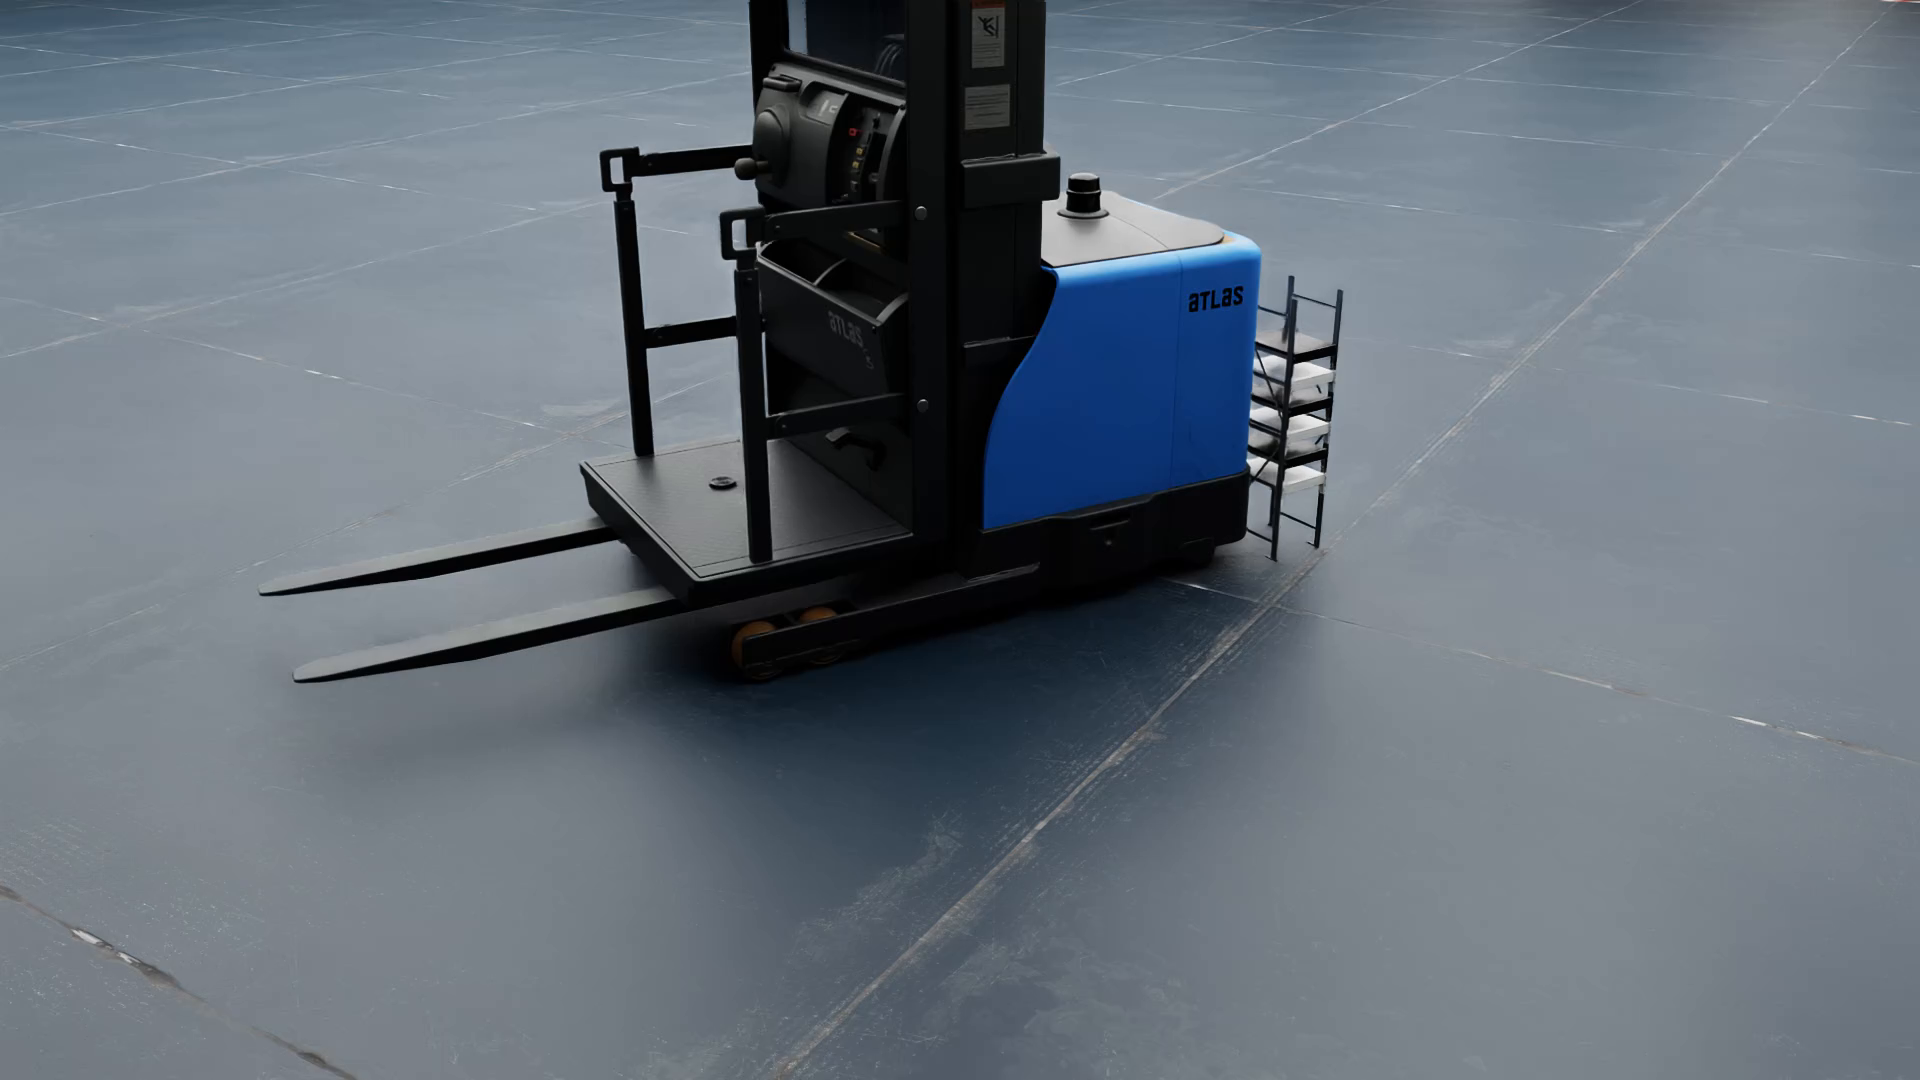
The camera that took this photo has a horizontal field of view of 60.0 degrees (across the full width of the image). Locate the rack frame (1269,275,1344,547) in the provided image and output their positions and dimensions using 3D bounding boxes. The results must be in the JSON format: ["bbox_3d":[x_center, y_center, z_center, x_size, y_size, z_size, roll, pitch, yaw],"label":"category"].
[{"bbox_3d":[1.161,-0.427,5.604,0.006,0.900,0.240,-15,28,-31],"label":"rack frame"}]

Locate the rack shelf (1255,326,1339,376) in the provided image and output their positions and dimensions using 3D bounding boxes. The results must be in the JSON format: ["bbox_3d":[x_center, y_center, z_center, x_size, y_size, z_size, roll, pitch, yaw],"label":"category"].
[{"bbox_3d":[1.077,-0.622,5.458,0.200,0.077,0.258,-15,28,-31],"label":"rack shelf"}]

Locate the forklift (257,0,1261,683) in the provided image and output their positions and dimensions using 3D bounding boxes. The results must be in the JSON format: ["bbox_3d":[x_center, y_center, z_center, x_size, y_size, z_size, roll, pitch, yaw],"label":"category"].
[{"bbox_3d":[-0.574,-1.180,4.786,3.031,2.935,1.130,-12,26,-27],"label":"forklift"}]

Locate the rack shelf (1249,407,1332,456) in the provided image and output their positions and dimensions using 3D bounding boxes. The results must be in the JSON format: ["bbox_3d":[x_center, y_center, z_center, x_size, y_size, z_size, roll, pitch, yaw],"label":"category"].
[{"bbox_3d":[1.077,-0.374,5.565,0.200,0.077,0.258,-15,28,-31],"label":"rack shelf"}]

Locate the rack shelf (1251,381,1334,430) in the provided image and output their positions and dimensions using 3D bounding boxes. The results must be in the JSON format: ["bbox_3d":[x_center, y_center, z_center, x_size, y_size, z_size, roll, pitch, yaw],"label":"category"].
[{"bbox_3d":[1.077,-0.457,5.529,0.200,0.077,0.258,-15,28,-31],"label":"rack shelf"}]

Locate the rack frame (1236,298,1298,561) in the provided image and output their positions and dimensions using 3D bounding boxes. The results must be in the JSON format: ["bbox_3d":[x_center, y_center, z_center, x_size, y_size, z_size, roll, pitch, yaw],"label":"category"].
[{"bbox_3d":[0.993,-0.382,5.499,0.006,0.900,0.240,-15,28,-31],"label":"rack frame"}]

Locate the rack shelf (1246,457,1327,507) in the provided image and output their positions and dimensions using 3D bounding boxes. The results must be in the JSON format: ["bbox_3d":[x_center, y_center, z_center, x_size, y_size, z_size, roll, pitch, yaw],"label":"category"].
[{"bbox_3d":[1.077,-0.209,5.637,0.200,0.077,0.258,-15,28,-31],"label":"rack shelf"}]

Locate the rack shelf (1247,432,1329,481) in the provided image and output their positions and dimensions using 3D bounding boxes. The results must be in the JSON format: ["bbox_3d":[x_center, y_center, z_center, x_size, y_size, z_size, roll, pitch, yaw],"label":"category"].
[{"bbox_3d":[1.077,-0.291,5.601,0.200,0.077,0.258,-15,28,-31],"label":"rack shelf"}]

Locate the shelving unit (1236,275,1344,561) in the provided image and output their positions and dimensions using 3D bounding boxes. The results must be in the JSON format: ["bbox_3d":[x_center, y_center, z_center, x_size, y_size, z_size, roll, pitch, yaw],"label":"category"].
[{"bbox_3d":[1.077,-0.405,5.552,0.210,0.900,0.258,-15,28,-31],"label":"shelving unit"}]

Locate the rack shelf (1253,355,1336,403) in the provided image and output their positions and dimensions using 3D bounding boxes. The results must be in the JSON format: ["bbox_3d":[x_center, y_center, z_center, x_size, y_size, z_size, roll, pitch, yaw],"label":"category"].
[{"bbox_3d":[1.077,-0.539,5.494,0.200,0.077,0.258,-15,28,-31],"label":"rack shelf"}]
